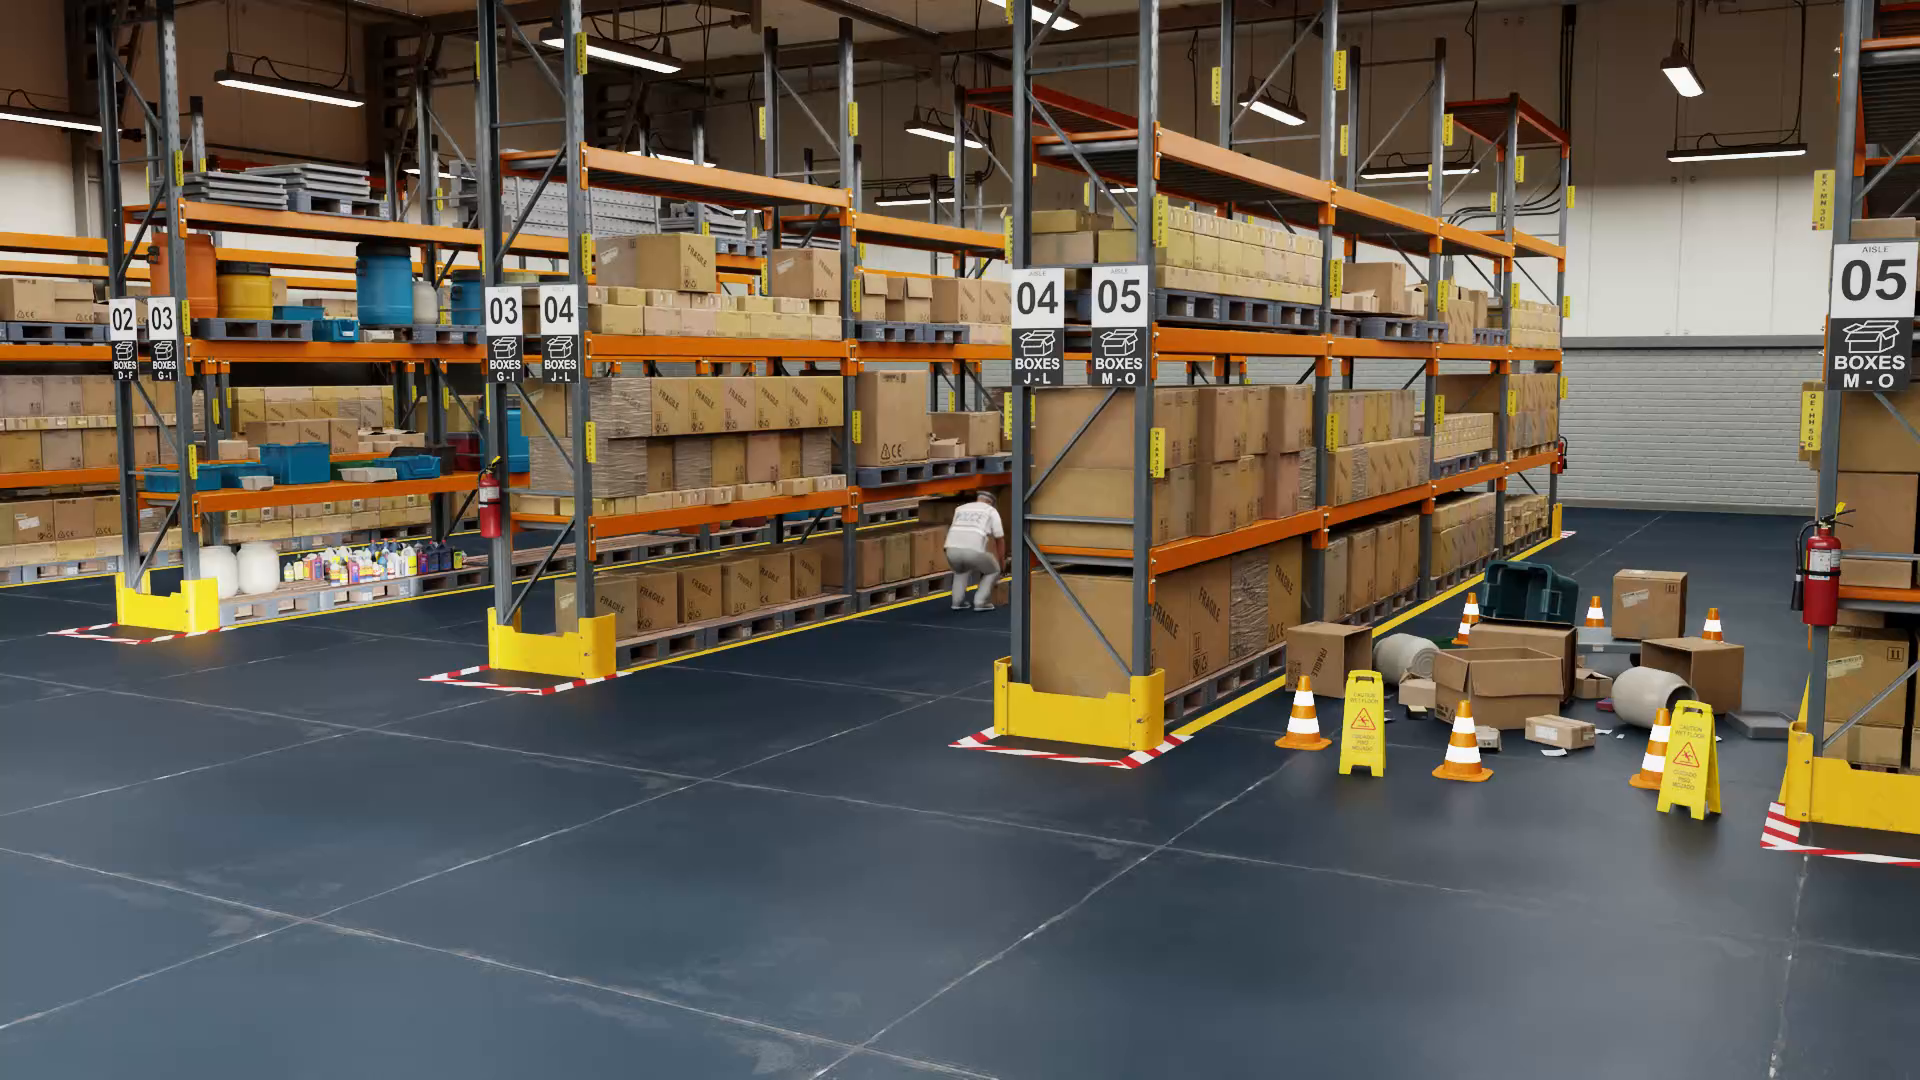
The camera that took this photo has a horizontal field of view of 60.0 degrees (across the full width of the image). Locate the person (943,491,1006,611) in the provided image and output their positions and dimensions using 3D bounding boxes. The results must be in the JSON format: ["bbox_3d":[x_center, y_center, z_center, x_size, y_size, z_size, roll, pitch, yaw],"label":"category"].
[{"bbox_3d":[0.137,0.113,17.558,0.580,1.234,0.890,3,7,28],"label":"person"}]
